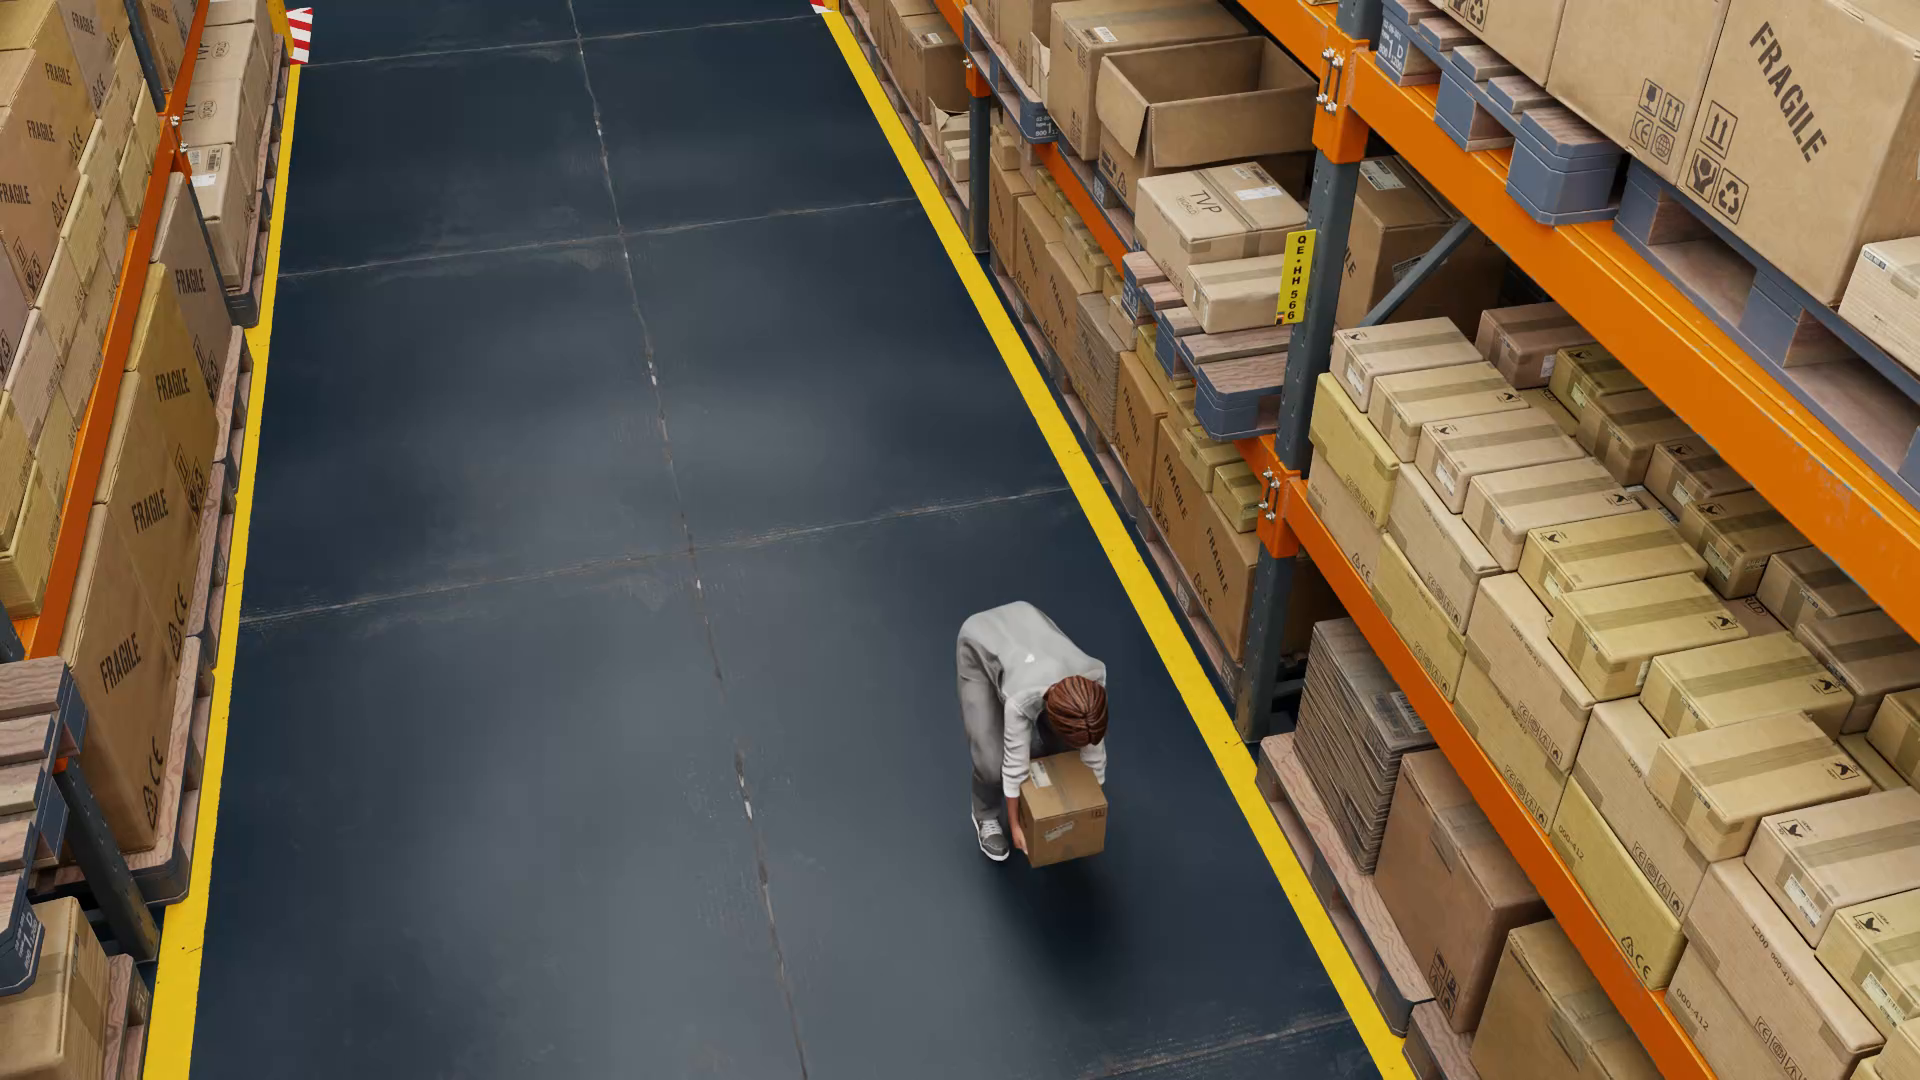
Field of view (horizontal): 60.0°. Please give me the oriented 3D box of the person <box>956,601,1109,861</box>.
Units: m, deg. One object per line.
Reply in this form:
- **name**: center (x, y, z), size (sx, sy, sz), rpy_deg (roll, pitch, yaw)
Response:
- **person**: center (0.255, 0.712, 5.659), size (0.398, 1.116, 0.841), rpy_deg (-14, 41, -17)
